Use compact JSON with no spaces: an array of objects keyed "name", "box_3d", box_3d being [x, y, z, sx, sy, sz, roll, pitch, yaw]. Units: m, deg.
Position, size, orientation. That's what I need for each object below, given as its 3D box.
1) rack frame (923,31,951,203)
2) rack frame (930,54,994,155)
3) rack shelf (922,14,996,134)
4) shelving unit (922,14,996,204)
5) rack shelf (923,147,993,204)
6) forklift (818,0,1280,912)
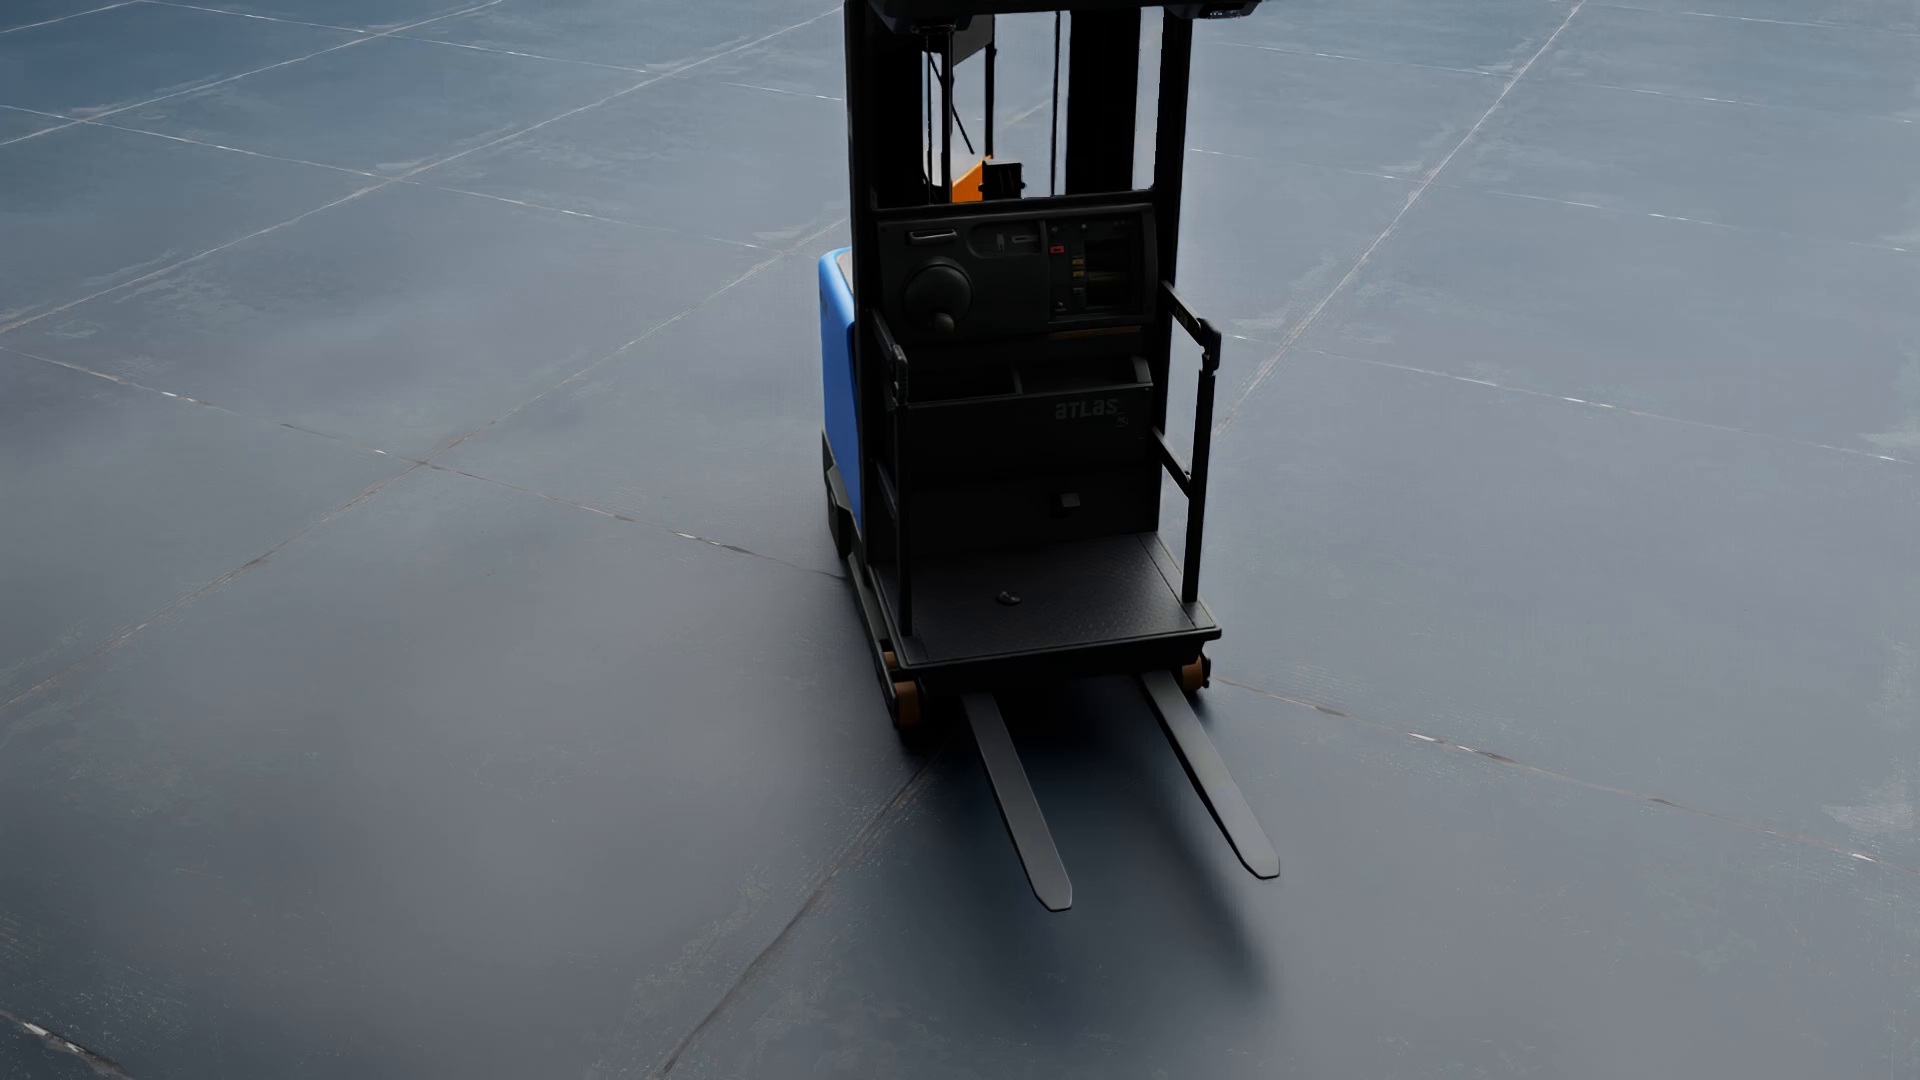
[{"name":"rack frame","box_3d":[-0.226,-1.268,6.850,0.400,2.100,0.015,11,32,18]},{"name":"rack frame","box_3d":[-0.048,-1.494,7.244,0.400,2.100,0.015,11,32,18]},{"name":"rack shelf","box_3d":[-0.137,-1.977,6.705,0.431,0.518,0.480,11,32,18]},{"name":"shelving unit","box_3d":[-0.137,-1.381,7.047,0.431,2.100,0.503,11,32,18]},{"name":"rack shelf","box_3d":[-0.137,-1.370,7.054,0.431,0.518,0.480,11,32,18]},{"name":"forklift","box_3d":[0.243,-0.836,5.263,1.130,2.935,3.031,-6,30,-11]}]
